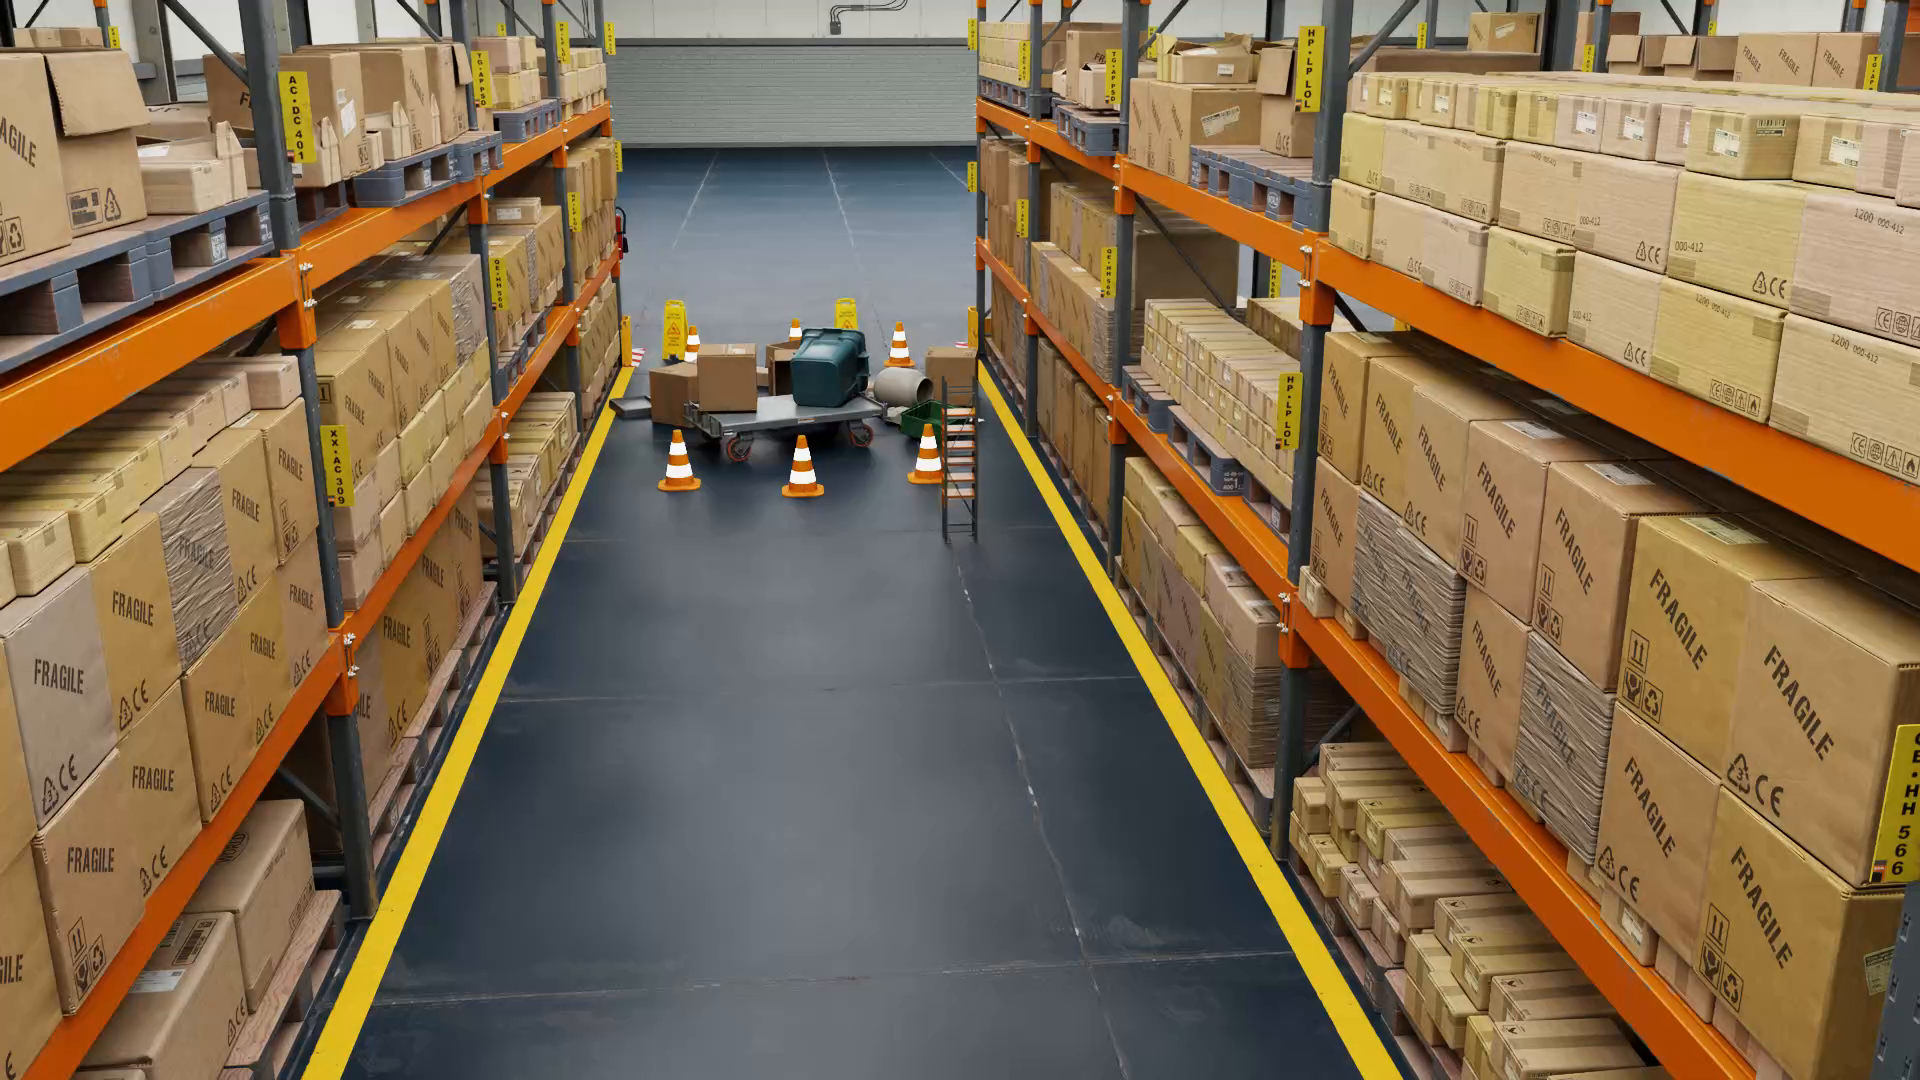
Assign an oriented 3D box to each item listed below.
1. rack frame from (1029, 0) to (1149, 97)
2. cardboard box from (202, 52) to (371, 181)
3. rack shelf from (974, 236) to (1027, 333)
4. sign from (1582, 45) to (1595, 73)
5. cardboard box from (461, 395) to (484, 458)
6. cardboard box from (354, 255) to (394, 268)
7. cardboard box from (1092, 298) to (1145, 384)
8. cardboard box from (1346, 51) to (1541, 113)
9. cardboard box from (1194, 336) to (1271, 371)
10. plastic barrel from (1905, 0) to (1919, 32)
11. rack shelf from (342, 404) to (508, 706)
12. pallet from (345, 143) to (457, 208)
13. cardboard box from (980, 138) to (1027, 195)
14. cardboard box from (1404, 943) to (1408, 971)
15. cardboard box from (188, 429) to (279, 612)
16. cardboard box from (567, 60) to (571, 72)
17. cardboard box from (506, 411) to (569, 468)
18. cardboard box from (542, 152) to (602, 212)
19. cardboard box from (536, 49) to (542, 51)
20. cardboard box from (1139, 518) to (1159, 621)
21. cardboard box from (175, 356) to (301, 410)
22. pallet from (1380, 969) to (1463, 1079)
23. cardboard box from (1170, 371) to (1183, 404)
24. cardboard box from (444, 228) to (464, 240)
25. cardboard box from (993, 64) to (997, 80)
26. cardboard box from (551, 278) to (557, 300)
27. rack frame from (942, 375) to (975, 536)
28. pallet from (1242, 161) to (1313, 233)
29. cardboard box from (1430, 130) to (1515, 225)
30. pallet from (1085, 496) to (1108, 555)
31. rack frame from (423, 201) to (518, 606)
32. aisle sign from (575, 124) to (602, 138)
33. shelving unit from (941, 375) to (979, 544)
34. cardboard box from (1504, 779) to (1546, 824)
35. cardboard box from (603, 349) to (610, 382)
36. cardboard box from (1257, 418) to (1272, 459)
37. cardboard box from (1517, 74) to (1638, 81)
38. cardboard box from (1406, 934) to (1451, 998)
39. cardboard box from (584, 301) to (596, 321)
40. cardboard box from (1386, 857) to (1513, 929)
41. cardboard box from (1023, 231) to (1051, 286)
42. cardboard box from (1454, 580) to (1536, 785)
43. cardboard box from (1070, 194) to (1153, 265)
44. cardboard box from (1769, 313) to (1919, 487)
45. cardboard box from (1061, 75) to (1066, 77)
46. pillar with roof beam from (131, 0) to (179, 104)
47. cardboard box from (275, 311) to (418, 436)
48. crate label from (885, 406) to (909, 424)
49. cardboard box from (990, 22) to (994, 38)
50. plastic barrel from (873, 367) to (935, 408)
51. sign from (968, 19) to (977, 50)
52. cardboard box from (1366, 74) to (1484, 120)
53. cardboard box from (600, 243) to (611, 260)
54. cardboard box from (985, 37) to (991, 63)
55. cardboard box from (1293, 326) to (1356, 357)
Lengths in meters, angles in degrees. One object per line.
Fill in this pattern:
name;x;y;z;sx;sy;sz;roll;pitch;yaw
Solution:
rack frame;1.100;-5.248;13.871;1.000;3.000;0.127;-2;18;-6
cardboard box;-2.790;-1.770;6.933;0.500;0.500;0.500;-2;18;-7
rack shelf;0.894;-2.639;16.776;1.077;0.370;4.000;-2;18;-6
sign;5.505;-4.168;14.575;0.100;0.325;0.005;-2;18;-6
cardboard box;-3.022;-0.646;9.476;0.500;0.250;0.500;-1;17;-5
cardboard box;-3.593;-1.382;9.734;0.500;0.500;0.500;-2;18;-7
cardboard box;1.199;-1.368;11.360;0.500;0.500;0.500;-2;18;-6
cardboard box;1.996;-1.798;7.021;0.700;0.500;0.500;-2;18;-6
cardboard box;1.505;-1.024;9.155;0.380;0.149;0.250;-1;17;-4
plastic barrel;10.735;-5.550;18.420;0.600;0.830;0.708;-2;18;-6
rack shelf;-3.194;-0.072;8.601;1.077;0.370;4.000;-2;18;-6
pallet;-3.163;-1.829;8.303;1.003;0.211;1.213;-1;17;-3
cardboard box;0.687;-4.053;18.026;0.875;0.550;0.550;-2;18;-6
cardboard box;1.886;1.580;6.194;0.380;0.149;0.250;-3;18;-8
cardboard box;-2.620;-0.061;5.527;0.500;0.500;0.500;-2;18;-6
cardboard box;-3.595;-4.154;14.482;0.380;0.149;0.250;-2;18;-7
cardboard box;-3.679;-0.780;13.338;0.950;0.372;0.625;-1;17;-2
cardboard box;-3.699;-3.311;15.383;0.700;0.500;0.500;-2;18;-7
cardboard box;-4.386;-4.823;16.614;0.380;0.149;0.250;-2;18;-6
cardboard box;1.387;0.166;10.112;0.500;0.500;0.500;-2;17;-5
cardboard box;-2.640;-0.572;6.072;0.380;0.149;0.250;-2;18;-7
pallet;2.159;1.891;5.801;1.003;0.211;1.213;-2;18;-6
cardboard box;1.443;-0.895;9.738;0.380;0.149;0.250;-1;17;-3
cardboard box;-3.897;-1.995;12.159;0.500;0.500;0.500;-2;18;-8
cardboard box;0.534;-4.649;16.522;0.380;0.149;0.250;-2;18;-6
cardboard box;-3.413;-1.984;13.207;0.380;0.149;0.250;-2;18;-7
rack frame;-0.011;-0.604;12.098;0.240;1.200;0.006;-2;18;-6
pallet;1.968;-1.531;7.353;1.213;0.211;1.003;-2;18;-6
cardboard box;1.821;-1.151;5.244;0.500;0.250;0.500;-1;17;-5
pallet;1.506;-0.101;12.147;1.003;0.211;1.213;-2;18;-6
rack frame;-3.400;-1.011;10.391;1.000;3.000;0.127;-2;18;-6
aisle sign;-3.944;-4.663;17.681;0.394;0.787;0.004;-2;18;-6
shelving unit;-0.002;-0.577;12.011;0.258;1.200;0.189;-2;18;-6
cardboard box;1.934;0.755;5.183;0.380;0.149;0.250;-1;17;-5
cardboard box;-3.770;-1.741;16.603;0.500;0.250;0.500;-2;18;-8
cardboard box;1.637;-0.490;7.952;0.380;0.149;0.250;-1;17;-3
cardboard box;2.267;-1.628;6.096;0.380;0.149;0.250;-1;17;-4
cardboard box;1.814;1.517;5.898;0.380;0.149;0.250;-2;18;-6
cardboard box;-3.613;-2.135;15.525;0.380;0.149;0.250;-1;17;-4
cardboard box;1.794;1.295;6.108;0.380;0.149;0.250;-1;17;-4
cardboard box;1.050;-2.567;15.096;0.875;0.550;0.550;-2;18;-6
cardboard box;1.885;0.420;5.167;0.500;0.500;0.500;-1;17;-3
cardboard box;1.264;-2.459;13.167;0.700;0.500;0.500;-2;18;-5
cardboard box;2.028;-0.298;3.361;0.500;0.250;0.500;-2;18;-7
cardboard box;0.960;-3.629;13.272;0.250;0.149;0.380;-2;18;-6
pillar with roof beam;-6.324;-7.788;21.961;9.100;9.000;0.400;-2;18;-6
cardboard box;-2.877;-0.785;7.832;0.500;0.500;0.500;-2;18;-7
crate label;-0.562;-1.170;15.676;0.250;0.136;0.298;16;24;42
cardboard box;0.509;-5.106;16.644;0.380;0.149;0.250;-2;18;-7
plastic barrel;-0.543;-1.448;16.082;0.512;0.421;0.421;11;21;32
sign;0.135;-5.449;17.925;0.100;0.325;0.005;-2;18;-6
cardboard box;1.709;-1.615;6.055;0.380;0.149;0.250;-3;18;-8
cardboard box;-3.776;-2.945;16.971;0.380;0.149;0.250;-1;17;-5
cardboard box;0.536;-5.025;17.052;0.500;0.250;0.500;-2;18;-6
cardboard box;2.120;-1.123;9.470;0.380;0.149;0.250;-2;18;-6
